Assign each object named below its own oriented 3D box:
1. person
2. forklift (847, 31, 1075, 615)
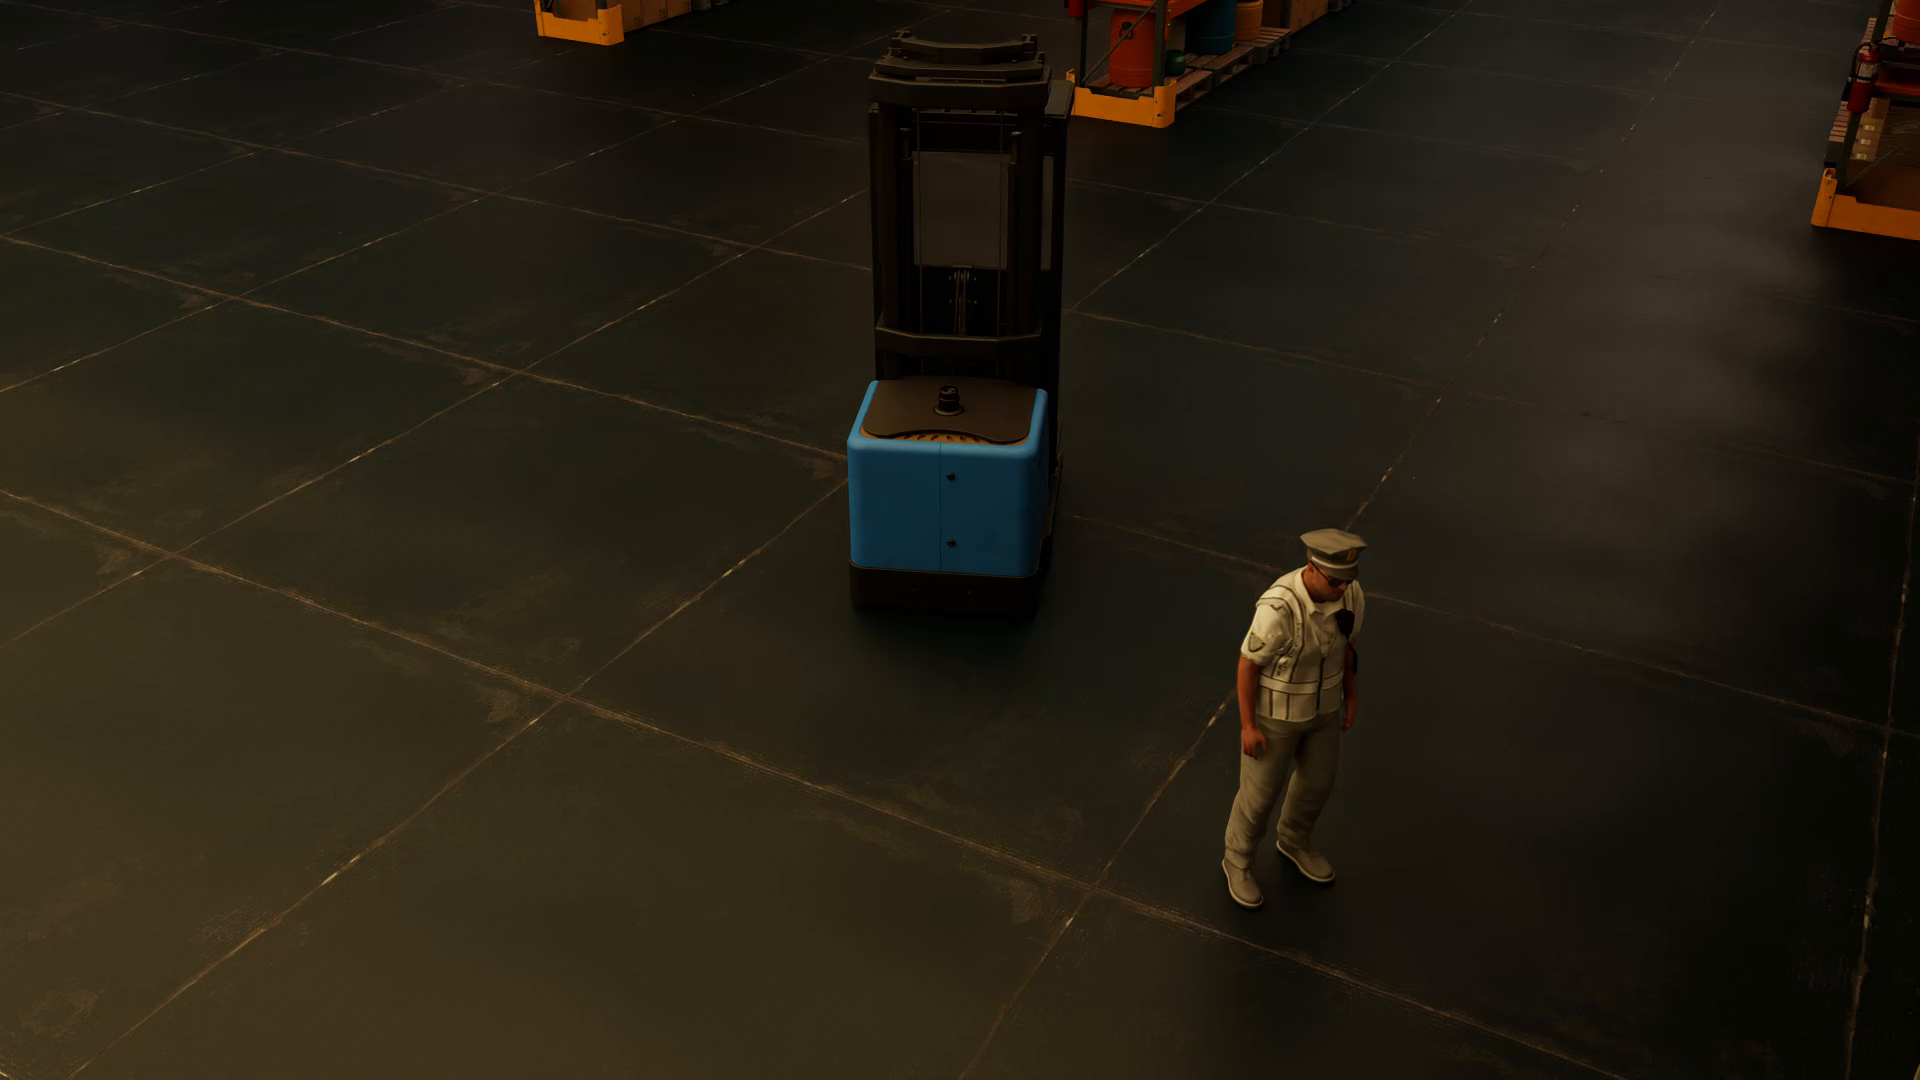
[{"bbox_3d":[1.414,0.705,7.031,0.595,1.748,0.433,-13,33,-22],"label":"person"},{"bbox_3d":[0.072,-1.572,9.794,1.130,2.935,3.031,3,30,6],"label":"forklift"}]
